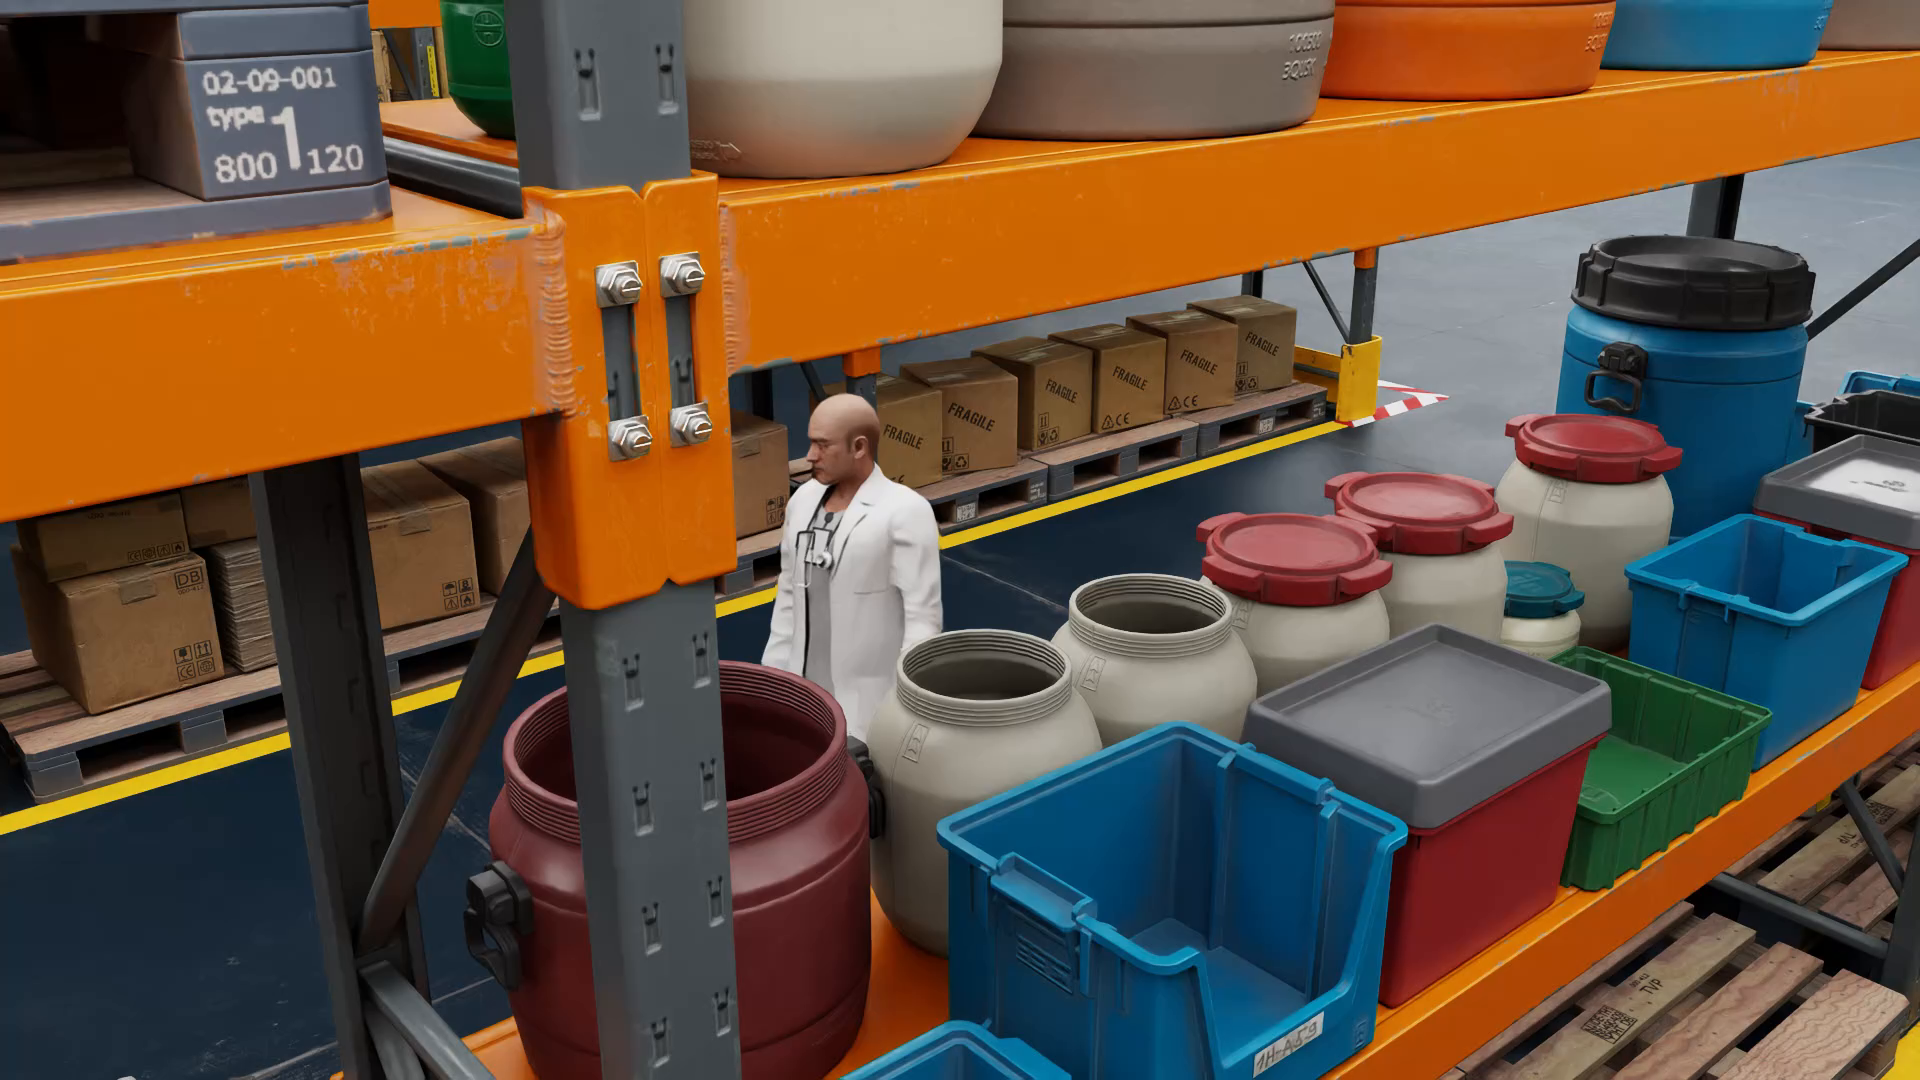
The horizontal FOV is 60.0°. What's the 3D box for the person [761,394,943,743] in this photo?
[{"bbox_3d":[-0.371,0.472,4.835,0.657,1.767,0.691,17,26,38],"label":"person"}]
